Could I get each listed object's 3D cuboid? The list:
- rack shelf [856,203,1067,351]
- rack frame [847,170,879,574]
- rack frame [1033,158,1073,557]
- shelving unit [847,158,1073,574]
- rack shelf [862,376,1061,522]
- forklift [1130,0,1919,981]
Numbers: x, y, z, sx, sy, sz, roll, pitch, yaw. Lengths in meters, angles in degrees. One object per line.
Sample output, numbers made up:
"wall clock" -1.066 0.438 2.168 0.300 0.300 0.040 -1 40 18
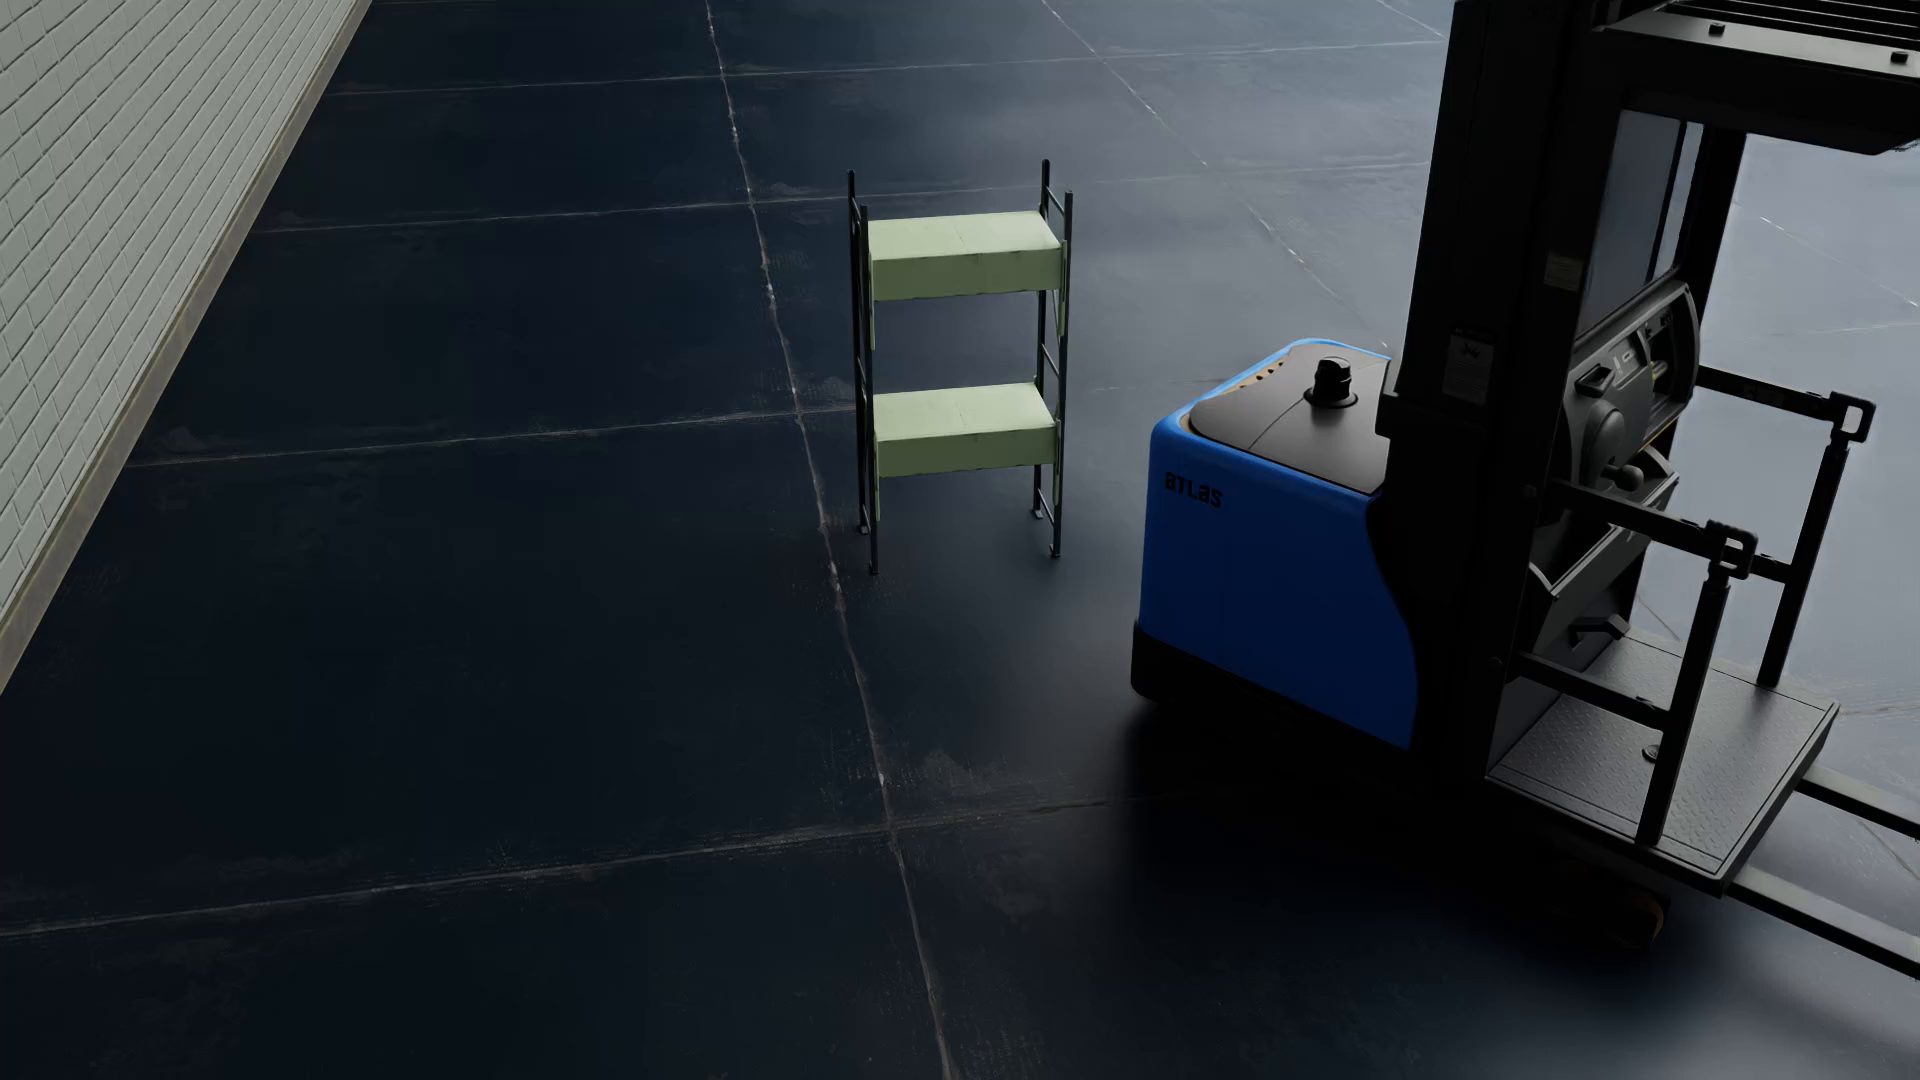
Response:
"rack shelf" -0.007 -0.982 6.171 0.720 0.370 0.431 -5 31 -9
"rack frame" -0.367 -0.612 6.312 0.023 1.500 0.400 -5 31 -9
"rack frame" 0.353 -0.679 6.426 0.023 1.500 0.400 -5 31 -9
"shelving unit" -0.007 -0.646 6.369 0.755 1.500 0.431 -5 31 -9
"rack shelf" -0.007 -0.365 6.534 0.720 0.370 0.431 -5 31 -9
"forklift" 2.036 -0.399 4.538 3.031 2.935 1.130 24 38 34
